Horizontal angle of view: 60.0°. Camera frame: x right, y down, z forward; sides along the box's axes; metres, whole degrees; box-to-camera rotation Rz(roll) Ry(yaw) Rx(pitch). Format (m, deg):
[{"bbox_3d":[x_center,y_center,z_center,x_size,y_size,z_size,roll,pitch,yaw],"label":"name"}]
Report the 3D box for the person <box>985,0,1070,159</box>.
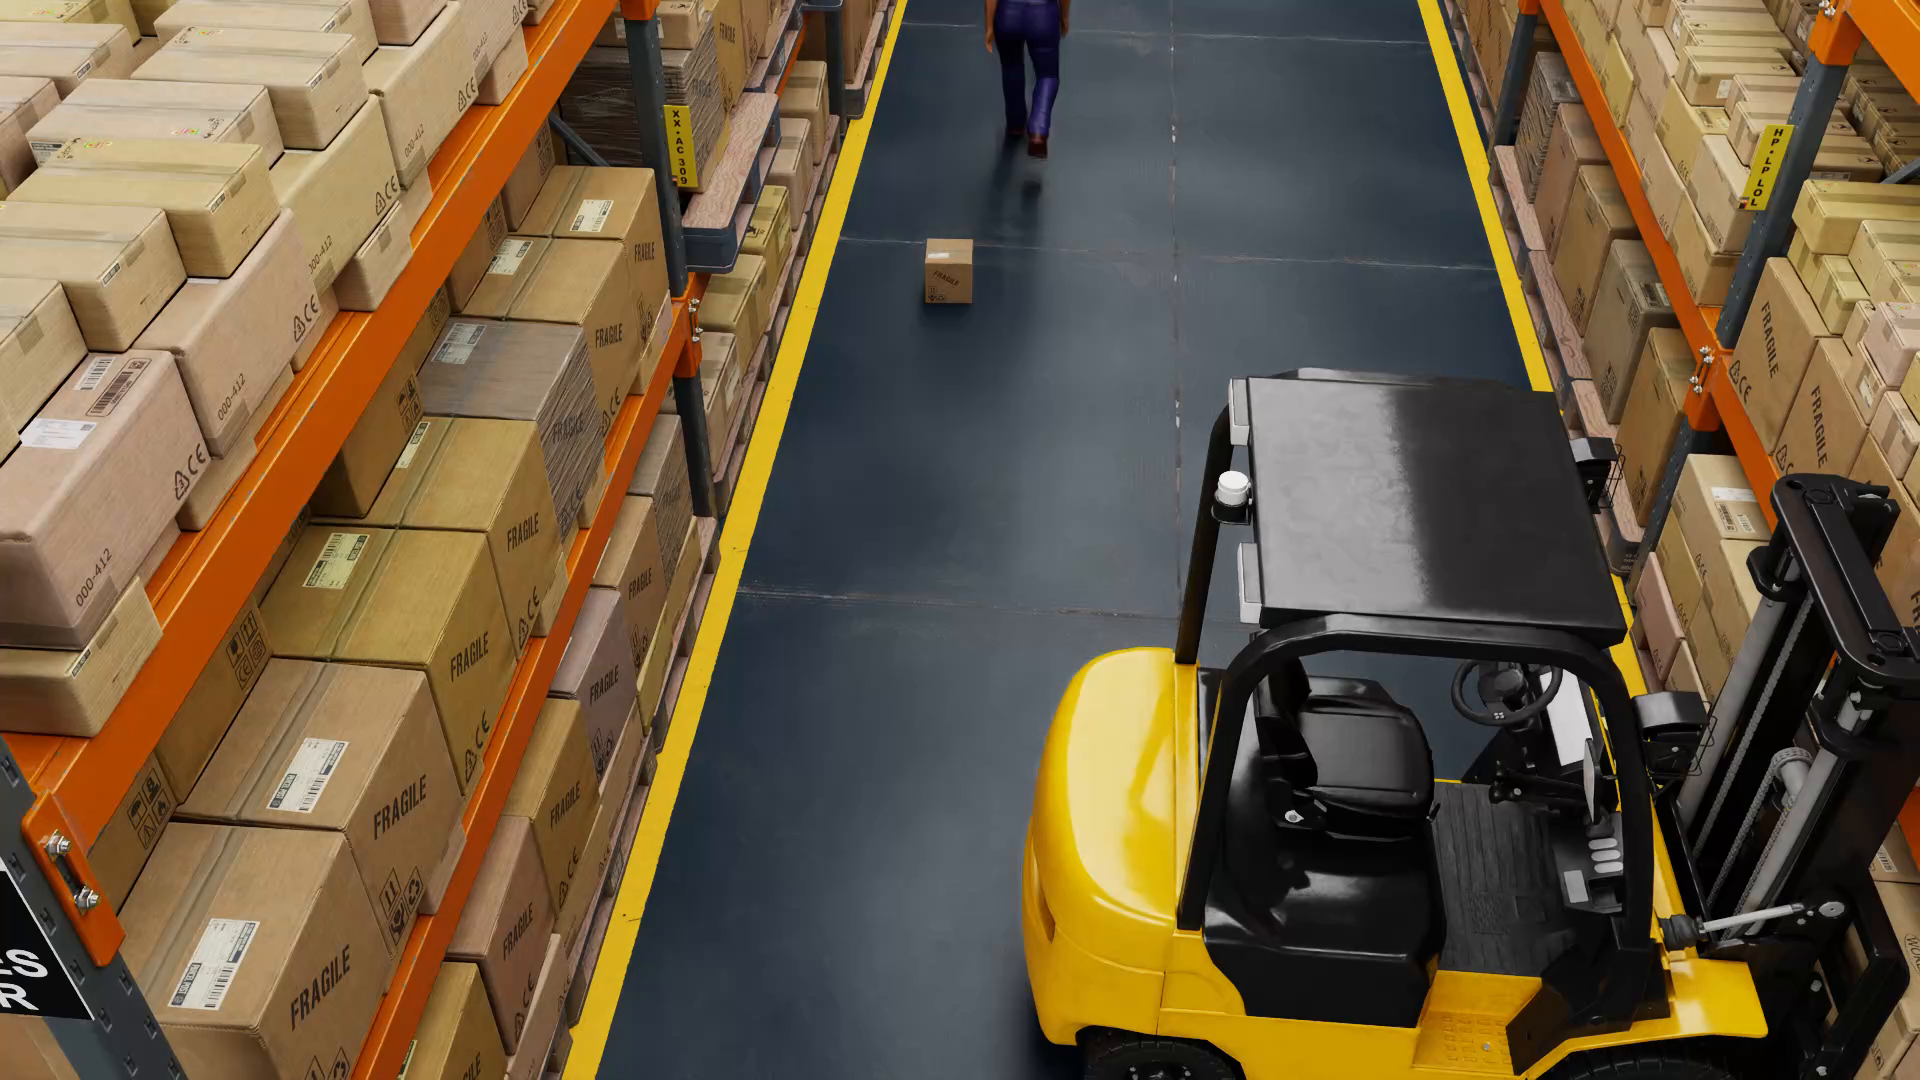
[{"bbox_3d":[0.396,-3.037,9.747,0.488,1.599,0.857,5,41,6],"label":"person"}]
